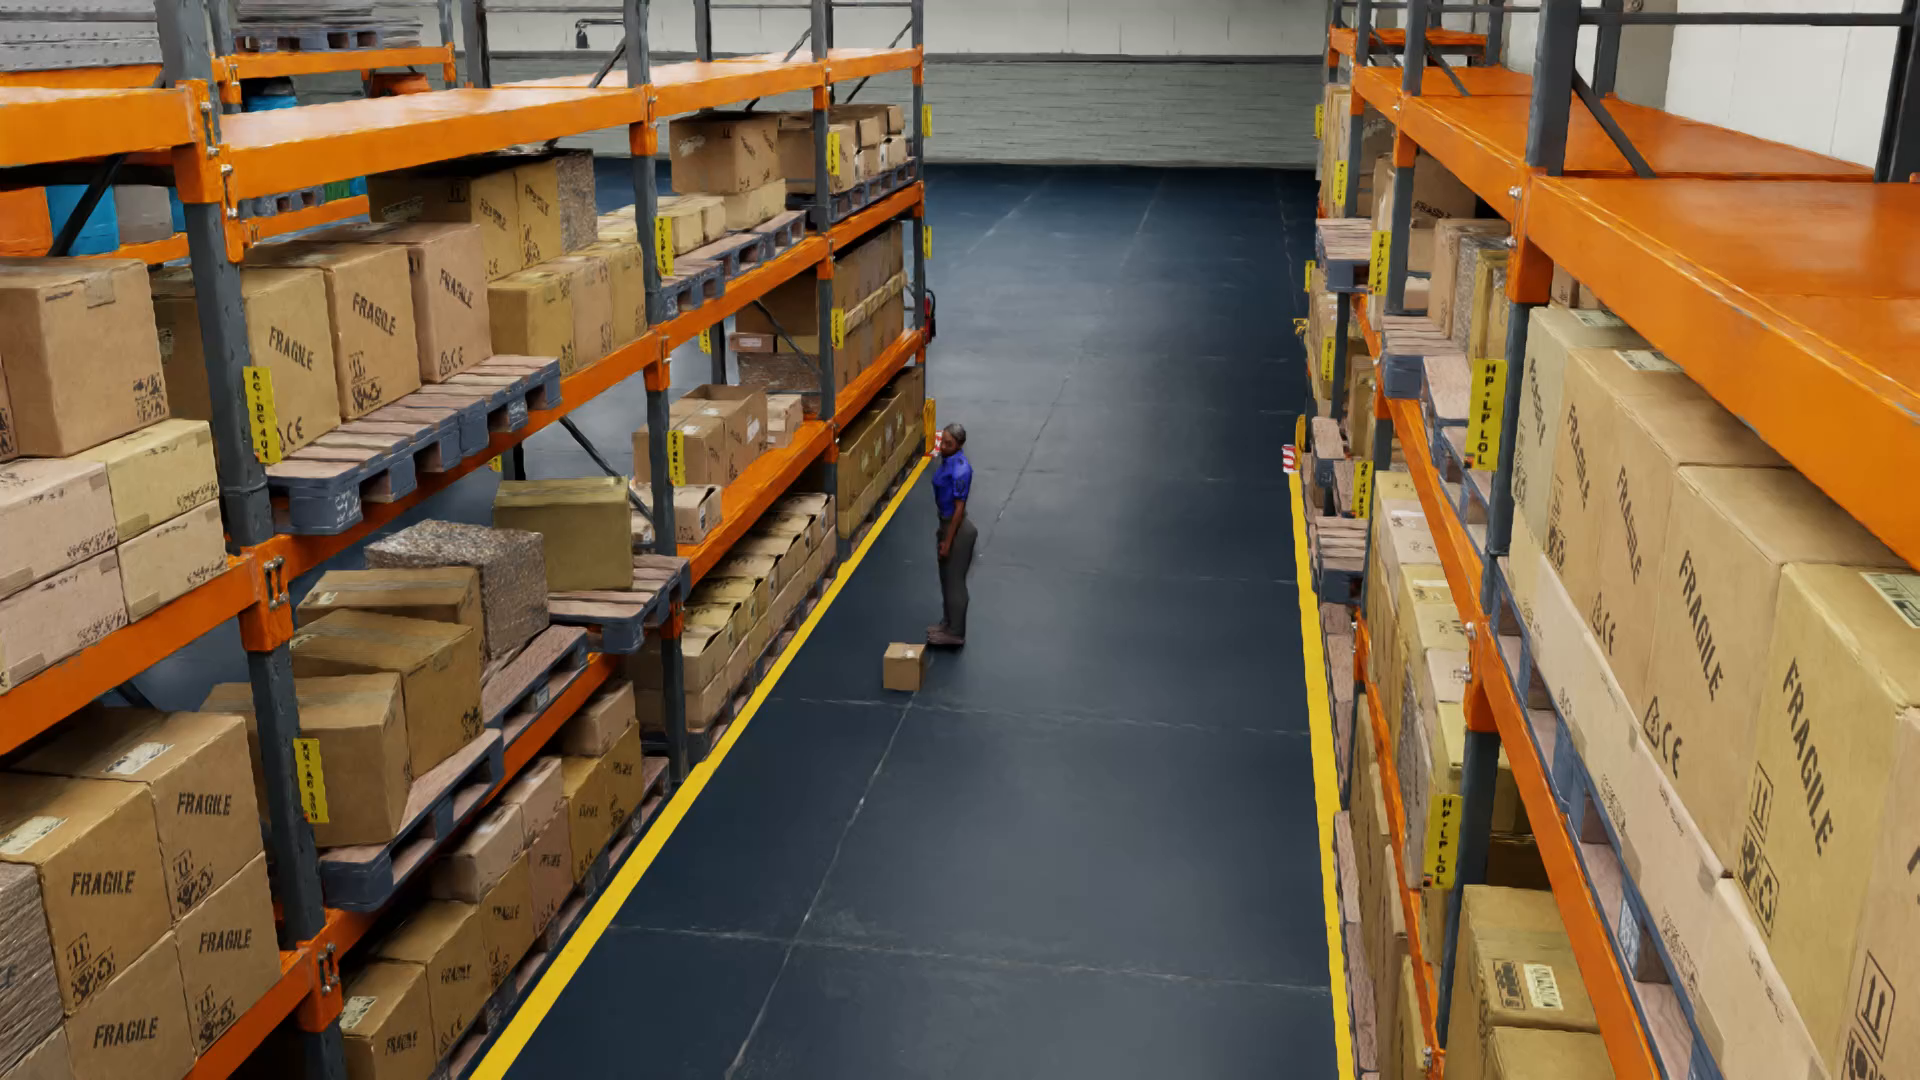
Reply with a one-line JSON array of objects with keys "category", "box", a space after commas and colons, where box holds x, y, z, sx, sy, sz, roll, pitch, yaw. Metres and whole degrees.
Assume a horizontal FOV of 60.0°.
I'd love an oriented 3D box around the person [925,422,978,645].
[{"category": "person", "box": [-0.070, -0.034, 12.183, 0.372, 1.686, 0.497, -3, 18, -9]}]
